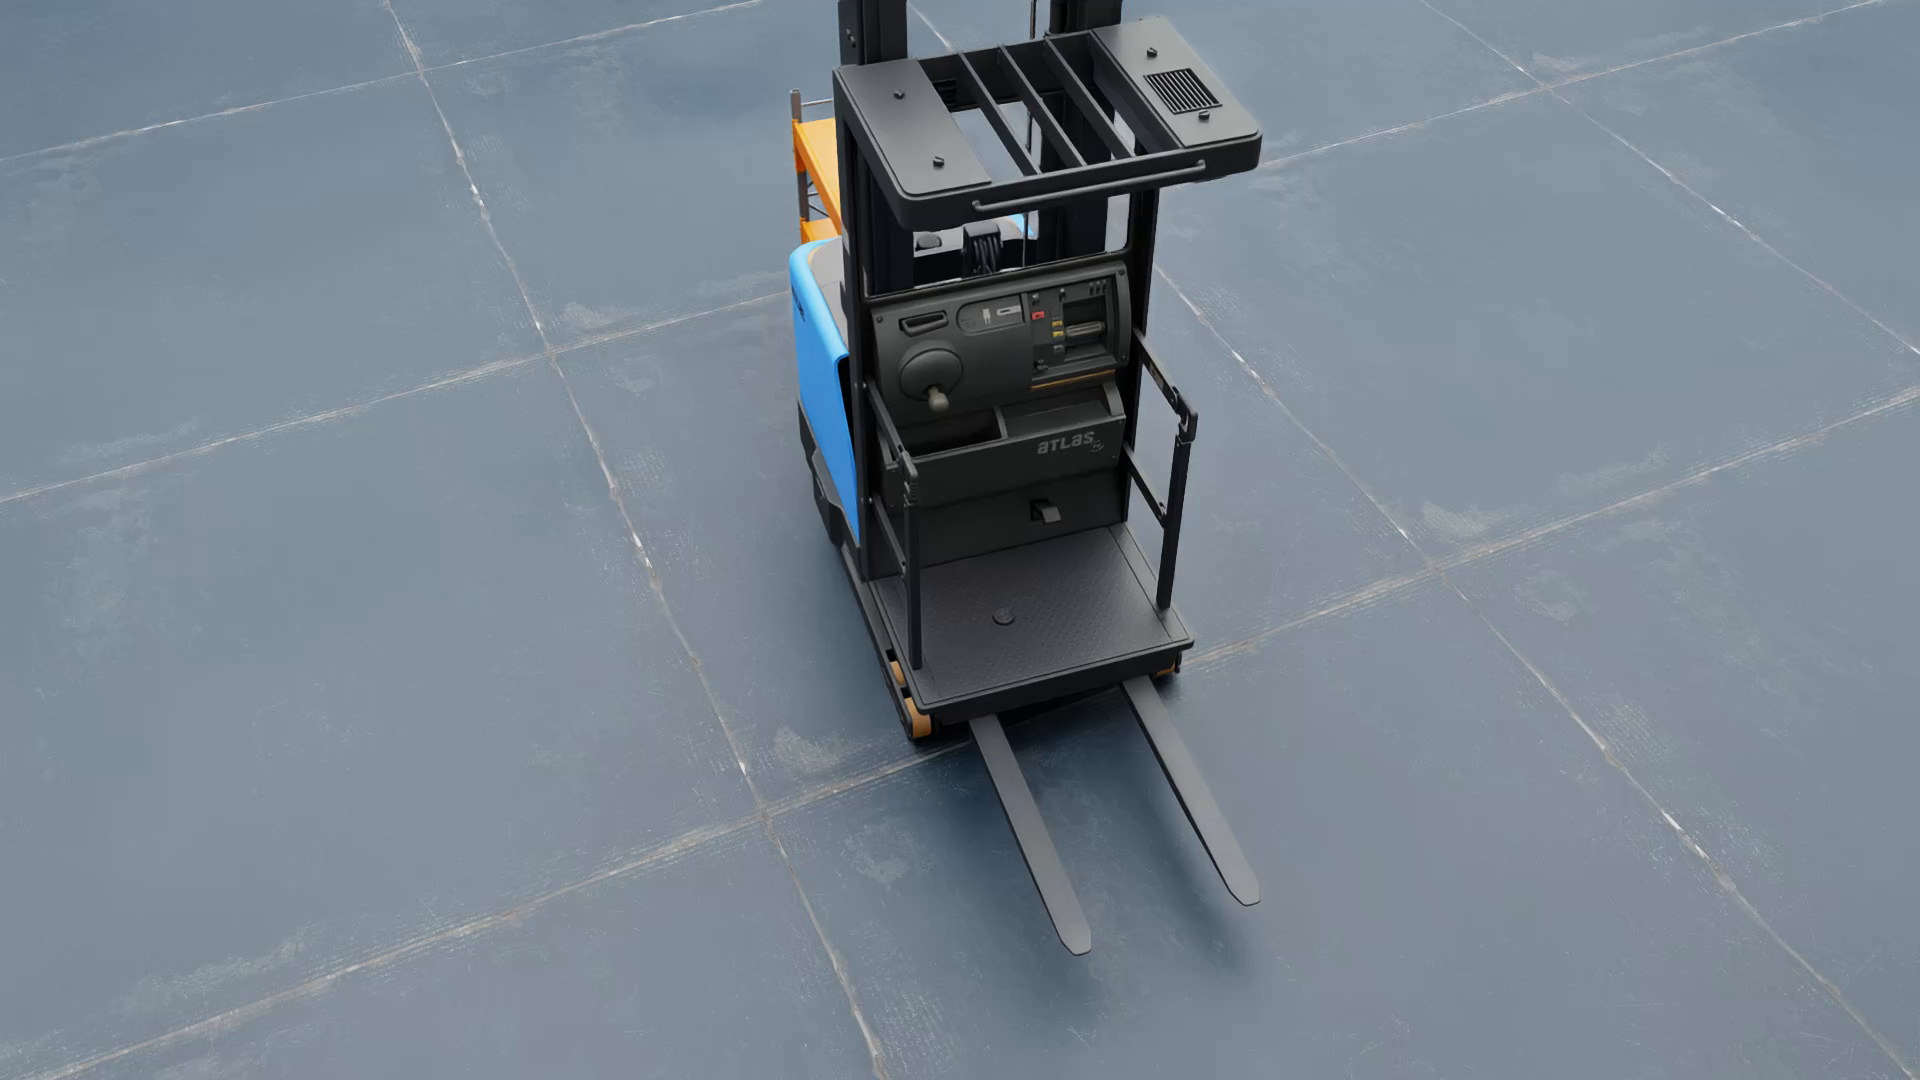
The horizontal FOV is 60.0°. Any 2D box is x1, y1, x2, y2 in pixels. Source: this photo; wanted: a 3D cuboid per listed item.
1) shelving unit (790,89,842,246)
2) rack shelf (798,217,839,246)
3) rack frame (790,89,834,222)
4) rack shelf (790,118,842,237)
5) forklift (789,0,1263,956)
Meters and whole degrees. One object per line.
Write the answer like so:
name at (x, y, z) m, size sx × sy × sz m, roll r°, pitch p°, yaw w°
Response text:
shelving unit at (-0.379, -1.361, 7.697) m, size 0.538 × 1.125 × 1.048 m, roll -13°, pitch 46°, yaw -13°
rack shelf at (-0.379, -1.187, 7.869) m, size 0.538 × 0.278 × 1.000 m, roll -13°, pitch 46°, yaw -13°
rack frame at (-0.537, -1.700, 8.041) m, size 0.500 × 1.125 × 0.032 m, roll -13°, pitch 46°, yaw -13°
rack shelf at (-0.379, -1.569, 7.492) m, size 0.538 × 0.278 × 1.000 m, roll -13°, pitch 46°, yaw -13°
forklift at (0.223, -0.611, 5.651) m, size 1.130 × 2.935 × 3.031 m, roll -13°, pitch 46°, yaw -13°
